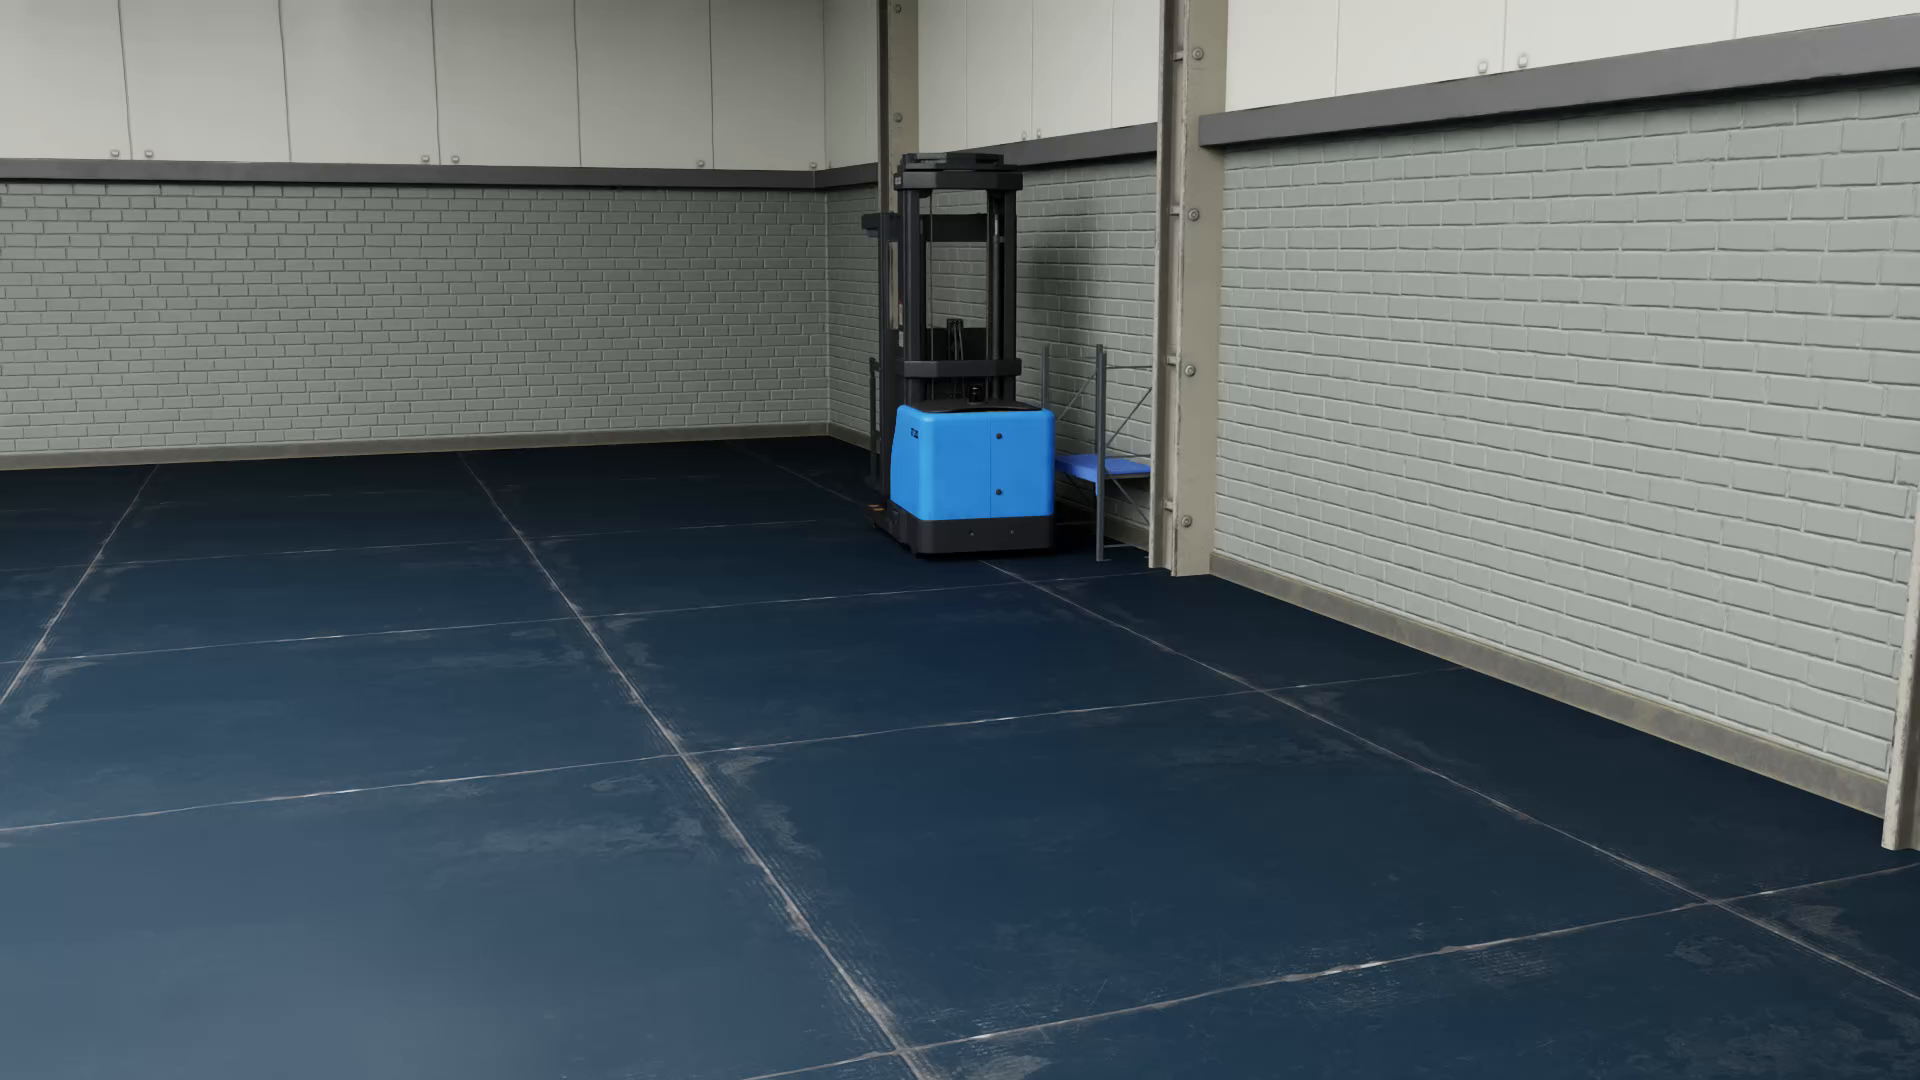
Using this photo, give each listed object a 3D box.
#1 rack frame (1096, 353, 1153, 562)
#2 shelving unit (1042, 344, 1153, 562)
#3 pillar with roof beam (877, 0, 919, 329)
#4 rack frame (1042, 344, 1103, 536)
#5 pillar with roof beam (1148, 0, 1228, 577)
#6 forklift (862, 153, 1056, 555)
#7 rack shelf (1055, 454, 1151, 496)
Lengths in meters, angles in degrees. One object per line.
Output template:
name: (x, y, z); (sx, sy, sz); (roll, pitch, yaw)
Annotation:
rack frame: (1.227, -0.600, 12.012); (0.500, 1.500, 0.032); (-4, 11, -20)
shelving unit: (1.048, -0.683, 12.480); (0.538, 1.500, 1.048); (-4, 11, -20)
pillar with roof beam: (-4.630, -4.925, 14.915); (9.100, 9.000, 0.400); (-4, 11, -21)
rack frame: (0.869, -0.767, 12.948); (0.500, 1.500, 0.032); (-4, 11, -20)
pillar with roof beam: (-2.456, -3.946, 9.409); (9.100, 9.000, 0.400); (-4, 11, -21)
forklift: (-0.159, -1.550, 13.262); (1.130, 2.935, 3.031); (-3, 10, -14)
rack shelf: (1.048, -0.506, 12.511); (0.538, 0.185, 1.000); (-4, 11, -20)
